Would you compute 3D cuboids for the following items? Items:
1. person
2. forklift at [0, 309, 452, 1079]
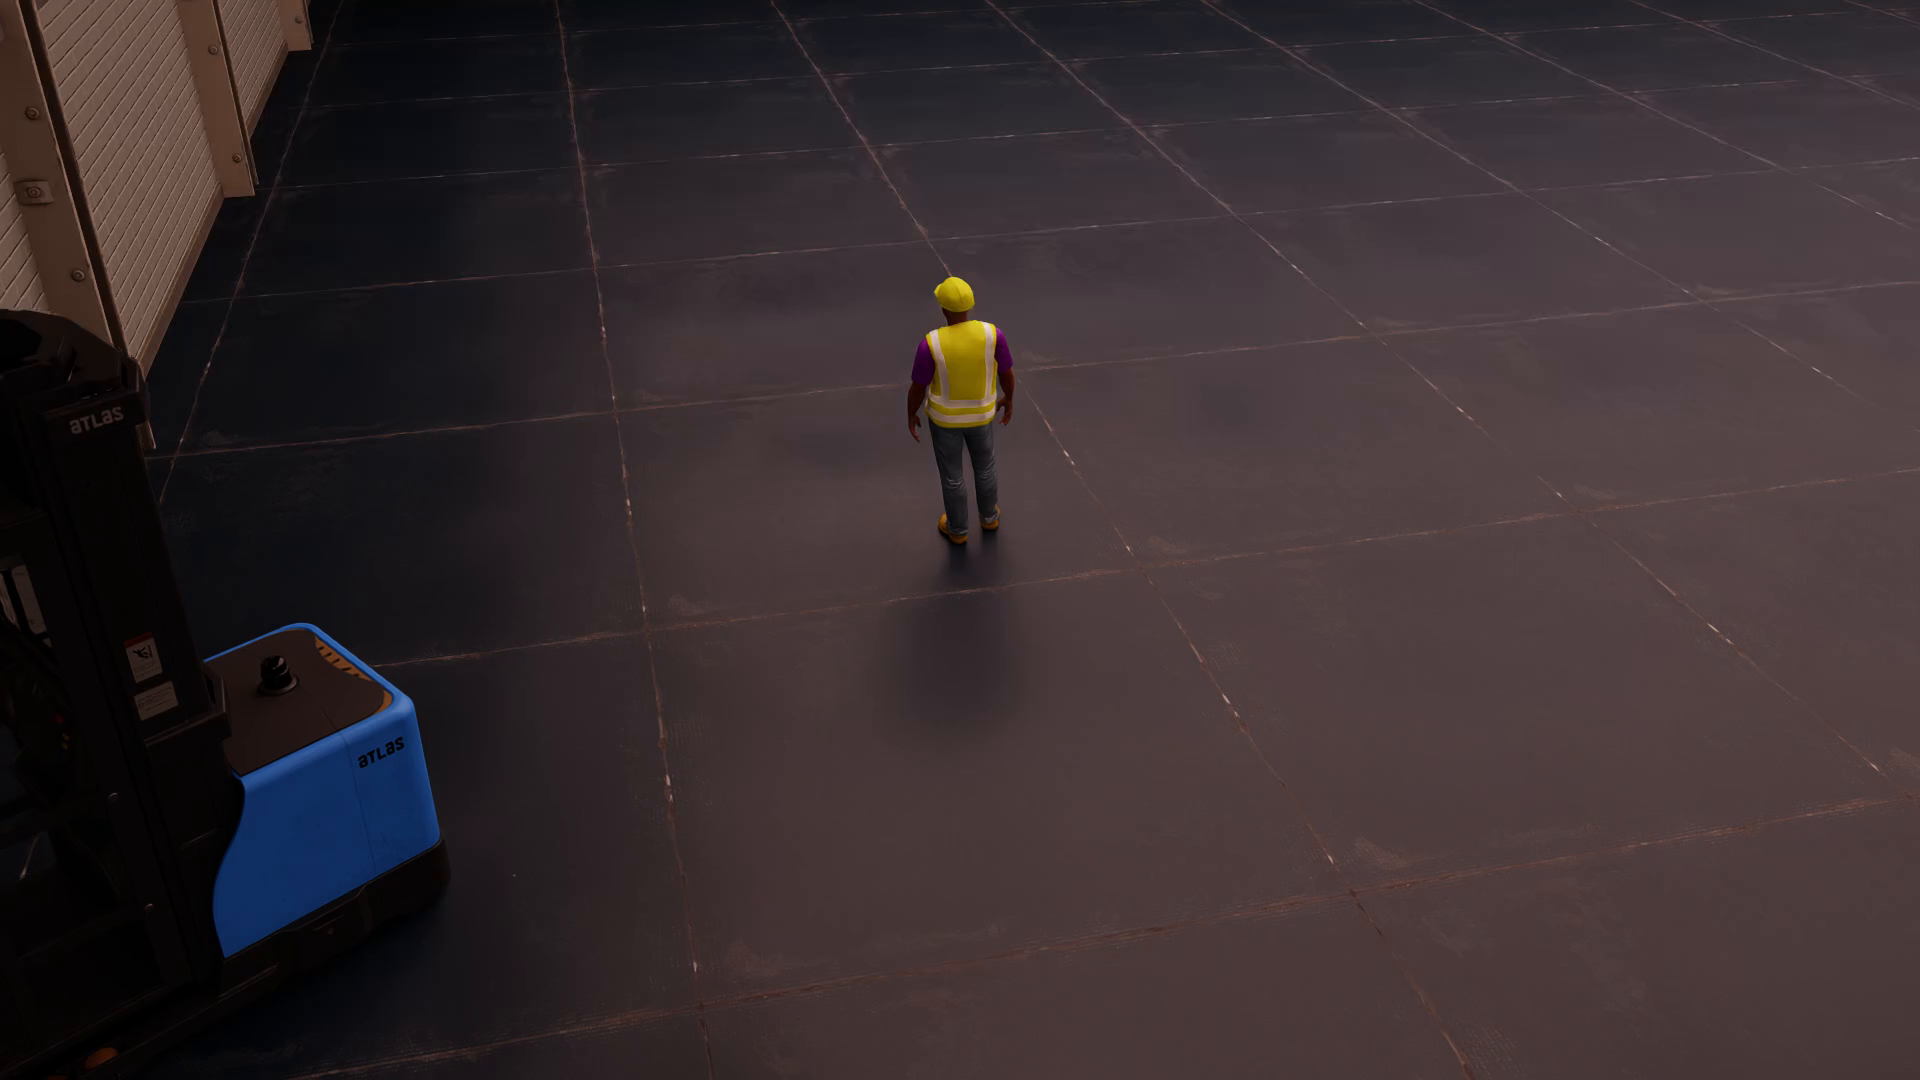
[{"bbox_3d":[-0.011,-0.805,10.114,0.665,1.768,0.575,-7,31,-12],"label":"person"},{"bbox_3d":[-3.727,0.721,6.329,1.130,2.935,3.031,26,39,37],"label":"forklift"}]
